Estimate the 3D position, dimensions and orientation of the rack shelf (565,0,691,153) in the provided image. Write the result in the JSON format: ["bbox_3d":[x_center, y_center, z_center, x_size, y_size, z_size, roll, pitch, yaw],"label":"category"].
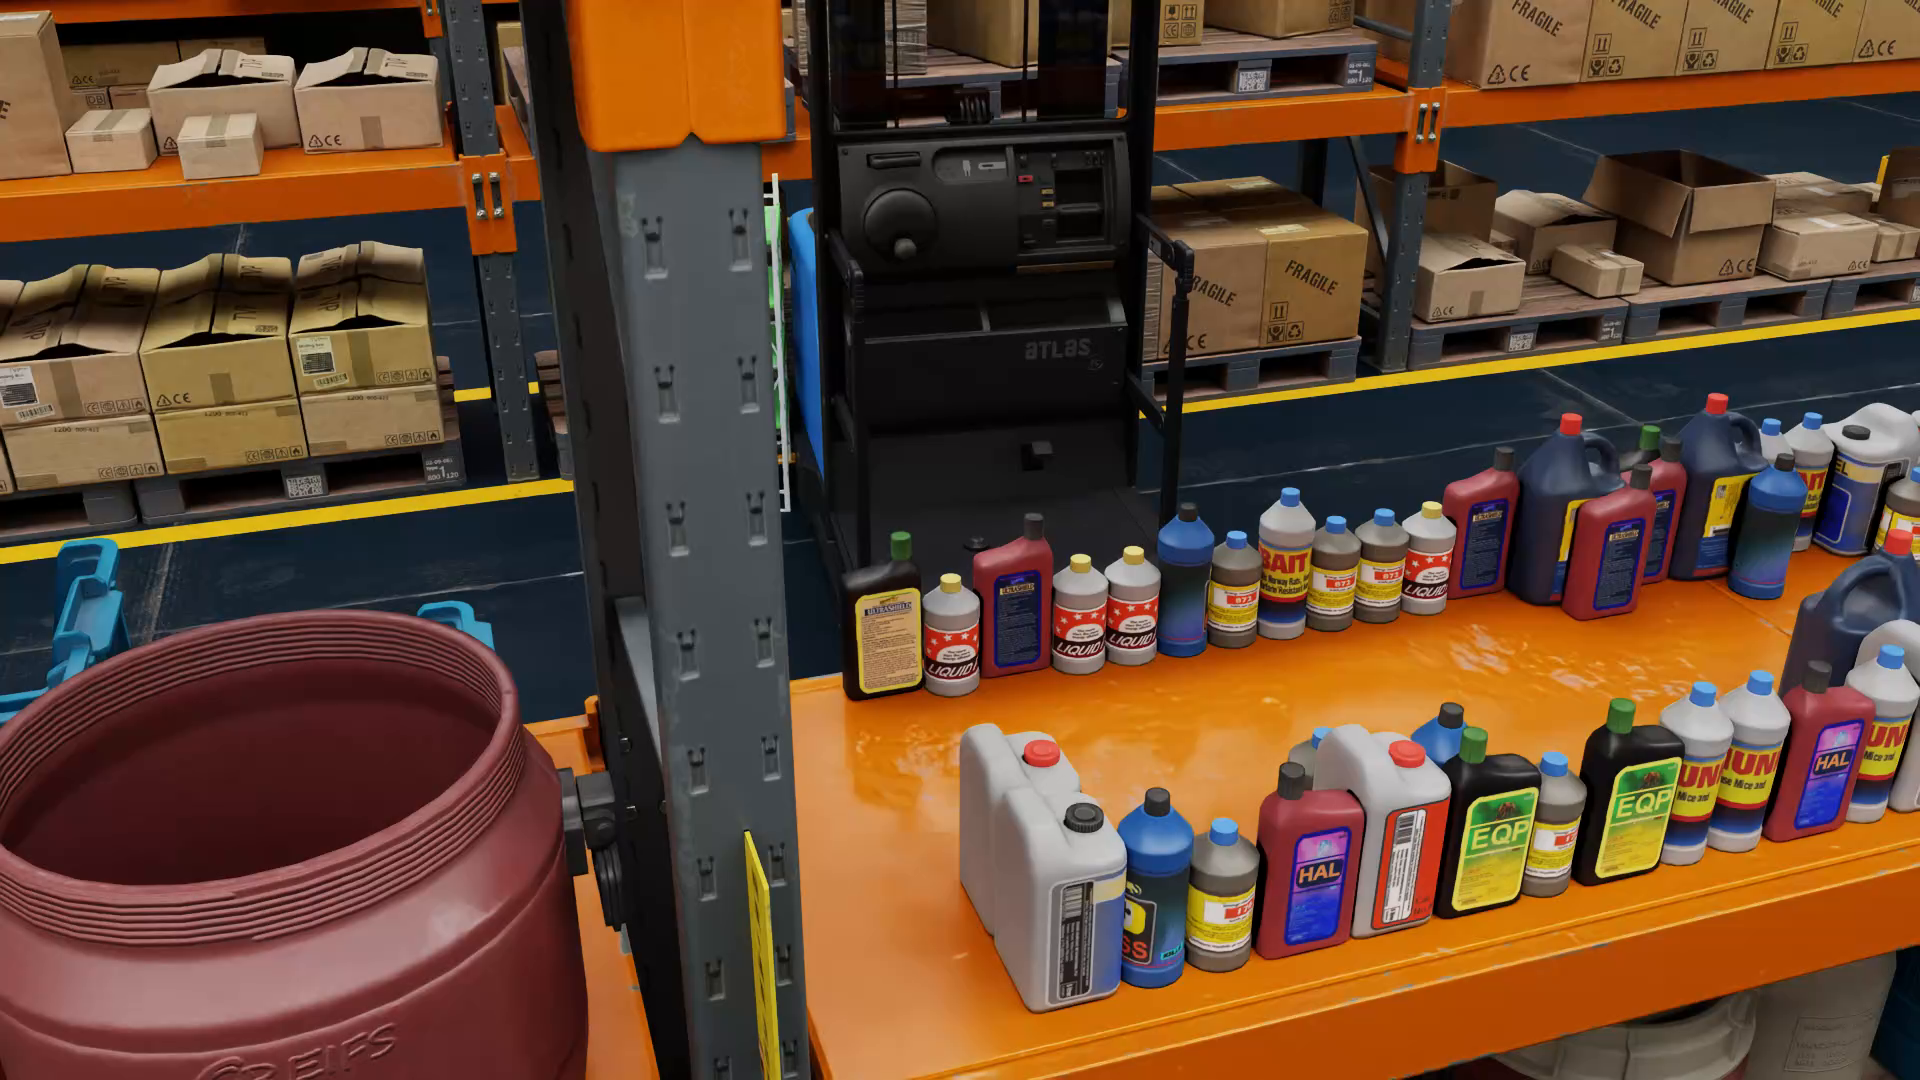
[{"bbox_3d":[-2.285,-0.437,1.193,4.000,0.370,1.077,-8,28,-16],"label":"rack shelf"}]

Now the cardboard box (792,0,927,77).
[{"bbox_3d":[-0.421,-2.199,6.721,0.500,0.500,0.700,-3,27,-6],"label":"cardboard box"}]

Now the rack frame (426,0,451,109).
[{"bbox_3d":[-3.451,-3.880,10.693,0.127,3.000,1.000,-8,28,-16],"label":"rack frame"}]

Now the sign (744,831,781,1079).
[{"bbox_3d":[-0.206,0.467,1.752,0.005,0.325,0.100,-8,28,-16],"label":"sign"}]

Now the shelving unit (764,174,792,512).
[{"bbox_3d":[-0.800,-0.754,6.420,0.258,1.200,0.503,-2,26,-4],"label":"shelving unit"}]

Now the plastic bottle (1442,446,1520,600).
[{"bbox_3d":[0.956,-0.033,3.074,0.133,0.283,0.061,-8,28,-16],"label":"plastic bottle"}]

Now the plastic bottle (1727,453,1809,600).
[{"bbox_3d":[1.502,-0.030,3.083,0.097,0.271,0.097,0,26,0],"label":"plastic bottle"}]

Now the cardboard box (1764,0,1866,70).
[{"bbox_3d":[3.904,-2.547,7.895,0.500,0.500,0.500,-9,28,-17],"label":"cardboard box"}]

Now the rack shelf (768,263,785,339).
[{"bbox_3d":[-0.800,-0.912,6.342,0.258,0.148,0.480,-2,26,-4],"label":"rack shelf"}]

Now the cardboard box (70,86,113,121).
[{"bbox_3d":[-5.586,-2.661,10.553,0.500,0.500,0.700,-8,27,-16],"label":"cardboard box"}]

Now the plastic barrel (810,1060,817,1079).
[{"bbox_3d":[0.077,1.018,2.795,0.708,0.830,0.600,-8,28,-16],"label":"plastic barrel"}]

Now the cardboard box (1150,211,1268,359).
[{"bbox_3d":[1.037,-1.161,7.531,0.500,0.500,0.500,-8,28,-16],"label":"cardboard box"}]

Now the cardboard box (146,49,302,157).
[{"bbox_3d":[-2.824,-1.705,6.411,0.500,0.311,0.500,-9,28,-17],"label":"cardboard box"}]

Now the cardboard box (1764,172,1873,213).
[{"bbox_3d":[4.613,-1.830,9.159,0.500,0.250,0.500,-8,28,-16],"label":"cardboard box"}]

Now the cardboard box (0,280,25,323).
[{"bbox_3d":[-3.974,-0.830,6.537,0.500,0.311,0.500,-9,28,-17],"label":"cardboard box"}]

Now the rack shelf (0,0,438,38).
[{"bbox_3d":[-5.353,-3.283,10.298,4.000,0.370,1.077,-8,28,-16],"label":"rack shelf"}]

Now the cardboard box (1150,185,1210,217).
[{"bbox_3d":[0.851,-1.373,7.958,0.500,0.500,0.500,-8,27,-15],"label":"cardboard box"}]

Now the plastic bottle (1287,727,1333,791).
[{"bbox_3d":[0.512,0.361,2.373,0.097,0.201,0.097,0,26,0],"label":"plastic bottle"}]

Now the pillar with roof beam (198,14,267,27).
[{"bbox_3d":[-3.622,-4.934,6.068,0.400,9.000,9.100,-8,28,-16],"label":"pillar with roof beam"}]

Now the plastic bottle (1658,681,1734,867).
[{"bbox_3d":[1.033,0.325,2.367,0.097,0.271,0.097,0,26,0],"label":"plastic bottle"}]

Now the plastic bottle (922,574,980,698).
[{"bbox_3d":[-0.015,0.153,2.791,0.097,0.201,0.097,0,26,0],"label":"plastic bottle"}]

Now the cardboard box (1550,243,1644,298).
[{"bbox_3d":[3.175,-1.355,8.297,0.250,0.166,0.380,-8,28,-16],"label":"cardboard box"}]

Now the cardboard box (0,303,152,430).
[{"bbox_3d":[-3.308,-0.675,6.226,0.500,0.311,0.500,-8,28,-16],"label":"cardboard box"}]

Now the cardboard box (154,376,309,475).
[{"bbox_3d":[-2.827,-0.495,6.493,0.500,0.250,0.500,-9,28,-17],"label":"cardboard box"}]

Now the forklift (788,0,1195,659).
[{"bbox_3d":[0.129,-1.041,5.050,1.130,2.935,3.031,-5,27,-11],"label":"forklift"}]

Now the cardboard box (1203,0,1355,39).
[{"bbox_3d":[1.370,-2.599,7.528,0.500,0.500,0.700,-19,32,-33],"label":"cardboard box"}]

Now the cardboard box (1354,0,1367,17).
[{"bbox_3d":[3.213,-4.072,12.688,0.250,0.149,0.380,-7,27,-15],"label":"cardboard box"}]

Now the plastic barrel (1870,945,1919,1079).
[{"bbox_3d":[2.224,0.675,3.405,0.708,0.901,0.600,-8,28,-16],"label":"plastic barrel"}]

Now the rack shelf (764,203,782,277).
[{"bbox_3d":[-0.800,-1.127,6.235,0.258,0.148,0.480,-2,26,-4],"label":"rack shelf"}]

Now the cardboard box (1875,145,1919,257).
[{"bbox_3d":[5.253,-1.786,8.791,0.500,0.500,0.500,-8,28,-16],"label":"cardboard box"}]

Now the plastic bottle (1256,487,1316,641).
[{"bbox_3d":[0.574,0.037,2.948,0.097,0.271,0.097,0,26,0],"label":"plastic bottle"}]

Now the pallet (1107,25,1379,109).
[{"bbox_3d":[1.096,-2.187,7.498,1.213,0.211,1.003,-8,28,-16],"label":"pallet"}]

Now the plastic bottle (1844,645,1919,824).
[{"bbox_3d":[1.345,0.280,2.458,0.097,0.271,0.097,0,26,0],"label":"plastic bottle"}]

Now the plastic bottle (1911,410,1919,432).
[{"bbox_3d":[1.982,-0.157,3.331,0.135,0.276,0.152,-8,28,-16],"label":"plastic bottle"}]

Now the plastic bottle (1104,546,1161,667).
[{"bbox_3d":[0.297,0.108,2.882,0.097,0.201,0.097,0,26,0],"label":"plastic bottle"}]

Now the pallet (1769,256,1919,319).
[{"bbox_3d":[4.863,-1.518,9.071,1.213,0.211,1.003,-8,28,-16],"label":"pallet"}]

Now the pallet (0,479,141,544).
[{"bbox_3d":[-3.866,-0.274,6.565,1.213,0.211,1.003,-8,28,-16],"label":"pallet"}]

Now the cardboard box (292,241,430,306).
[{"bbox_3d":[-2.502,-1.046,6.973,0.500,0.311,0.500,-7,27,-14],"label":"cardboard box"}]

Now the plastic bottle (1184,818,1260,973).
[{"bbox_3d":[0.340,0.457,2.180,0.097,0.201,0.097,0,26,0],"label":"plastic bottle"}]

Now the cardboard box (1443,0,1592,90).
[{"bbox_3d":[2.459,-2.337,7.471,0.500,0.500,0.500,-8,27,-15],"label":"cardboard box"}]

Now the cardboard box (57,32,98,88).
[{"bbox_3d":[-5.648,-2.986,10.365,0.500,0.250,0.500,-9,28,-18],"label":"cardboard box"}]

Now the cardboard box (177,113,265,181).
[{"bbox_3d":[-2.683,-1.433,6.046,0.250,0.149,0.380,-8,28,-16],"label":"cardboard box"}]

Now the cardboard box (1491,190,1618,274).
[{"bbox_3d":[3.057,-1.631,8.692,0.500,0.311,0.500,-8,28,-16],"label":"cardboard box"}]

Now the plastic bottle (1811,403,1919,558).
[{"bbox_3d":[1.761,-0.125,3.267,0.135,0.276,0.152,-8,28,-16],"label":"plastic bottle"}]

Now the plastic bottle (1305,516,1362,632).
[{"bbox_3d":[0.667,0.054,2.990,0.097,0.201,0.097,0,26,0],"label":"plastic bottle"}]

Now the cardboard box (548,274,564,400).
[{"bbox_3d":[-1.392,-0.806,6.816,0.500,0.500,0.500,-7,27,-14],"label":"cardboard box"}]

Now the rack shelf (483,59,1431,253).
[{"bbox_3d":[-0.012,-1.739,7.190,4.000,0.370,1.077,-8,28,-16],"label":"rack shelf"}]

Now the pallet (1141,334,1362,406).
[{"bbox_3d":[1.128,-0.960,7.947,1.213,0.211,1.003,-8,28,-16],"label":"pallet"}]

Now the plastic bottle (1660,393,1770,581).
[{"bbox_3d":[1.423,-0.111,3.156,0.185,0.351,0.144,-8,28,-16],"label":"plastic bottle"}]

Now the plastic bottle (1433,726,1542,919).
[{"bbox_3d":[0.710,0.375,2.252,0.133,0.283,0.061,-8,28,-16],"label":"plastic bottle"}]
